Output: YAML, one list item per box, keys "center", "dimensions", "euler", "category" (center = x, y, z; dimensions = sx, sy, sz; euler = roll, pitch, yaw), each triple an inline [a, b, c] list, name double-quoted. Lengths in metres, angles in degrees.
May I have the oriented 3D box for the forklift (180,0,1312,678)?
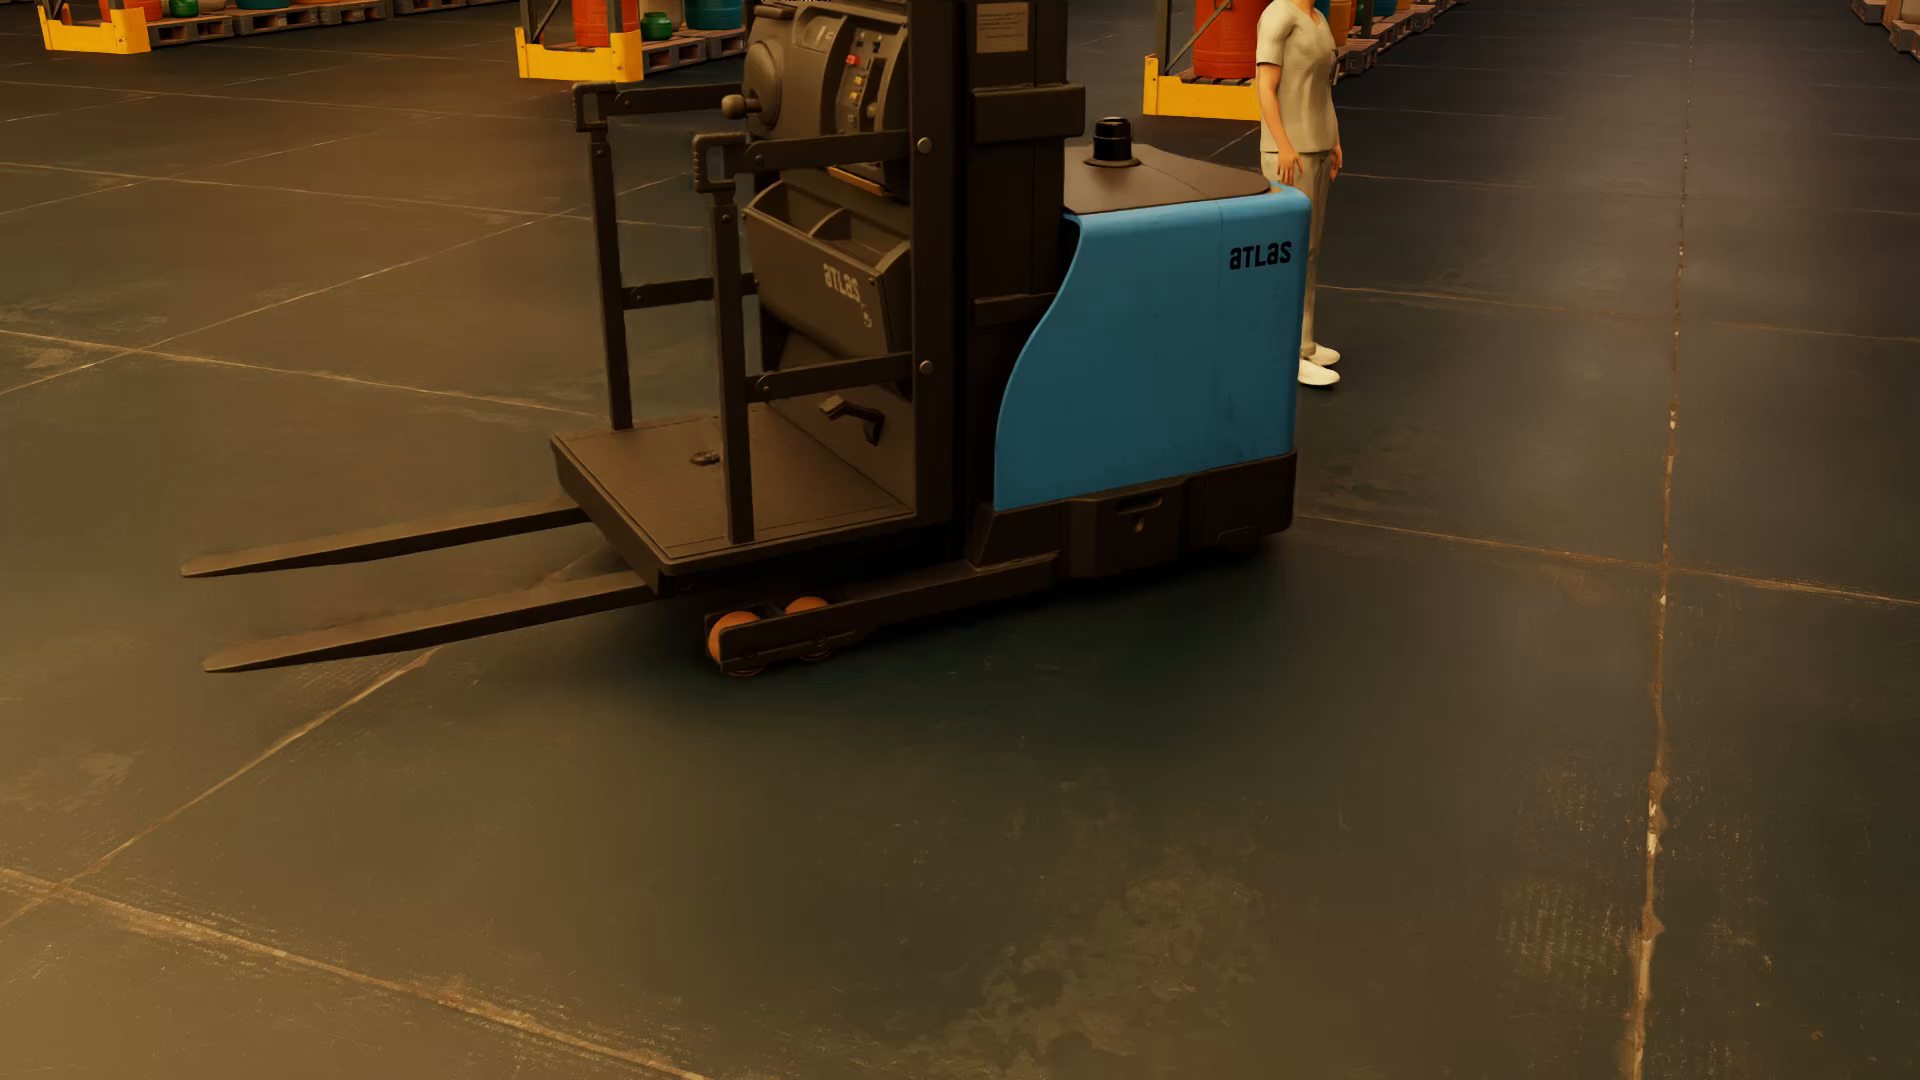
- center: [-0.543, -1.233, 4.243]
  dimensions: [3.031, 2.935, 1.130]
  euler: [-12, 25, -26]
  category: "forklift"

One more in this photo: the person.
- center: [1.383, -1.497, 6.485]
  dimensions: [0.549, 1.672, 0.548]
  euler: [15, 27, 32]
  category: "person"
